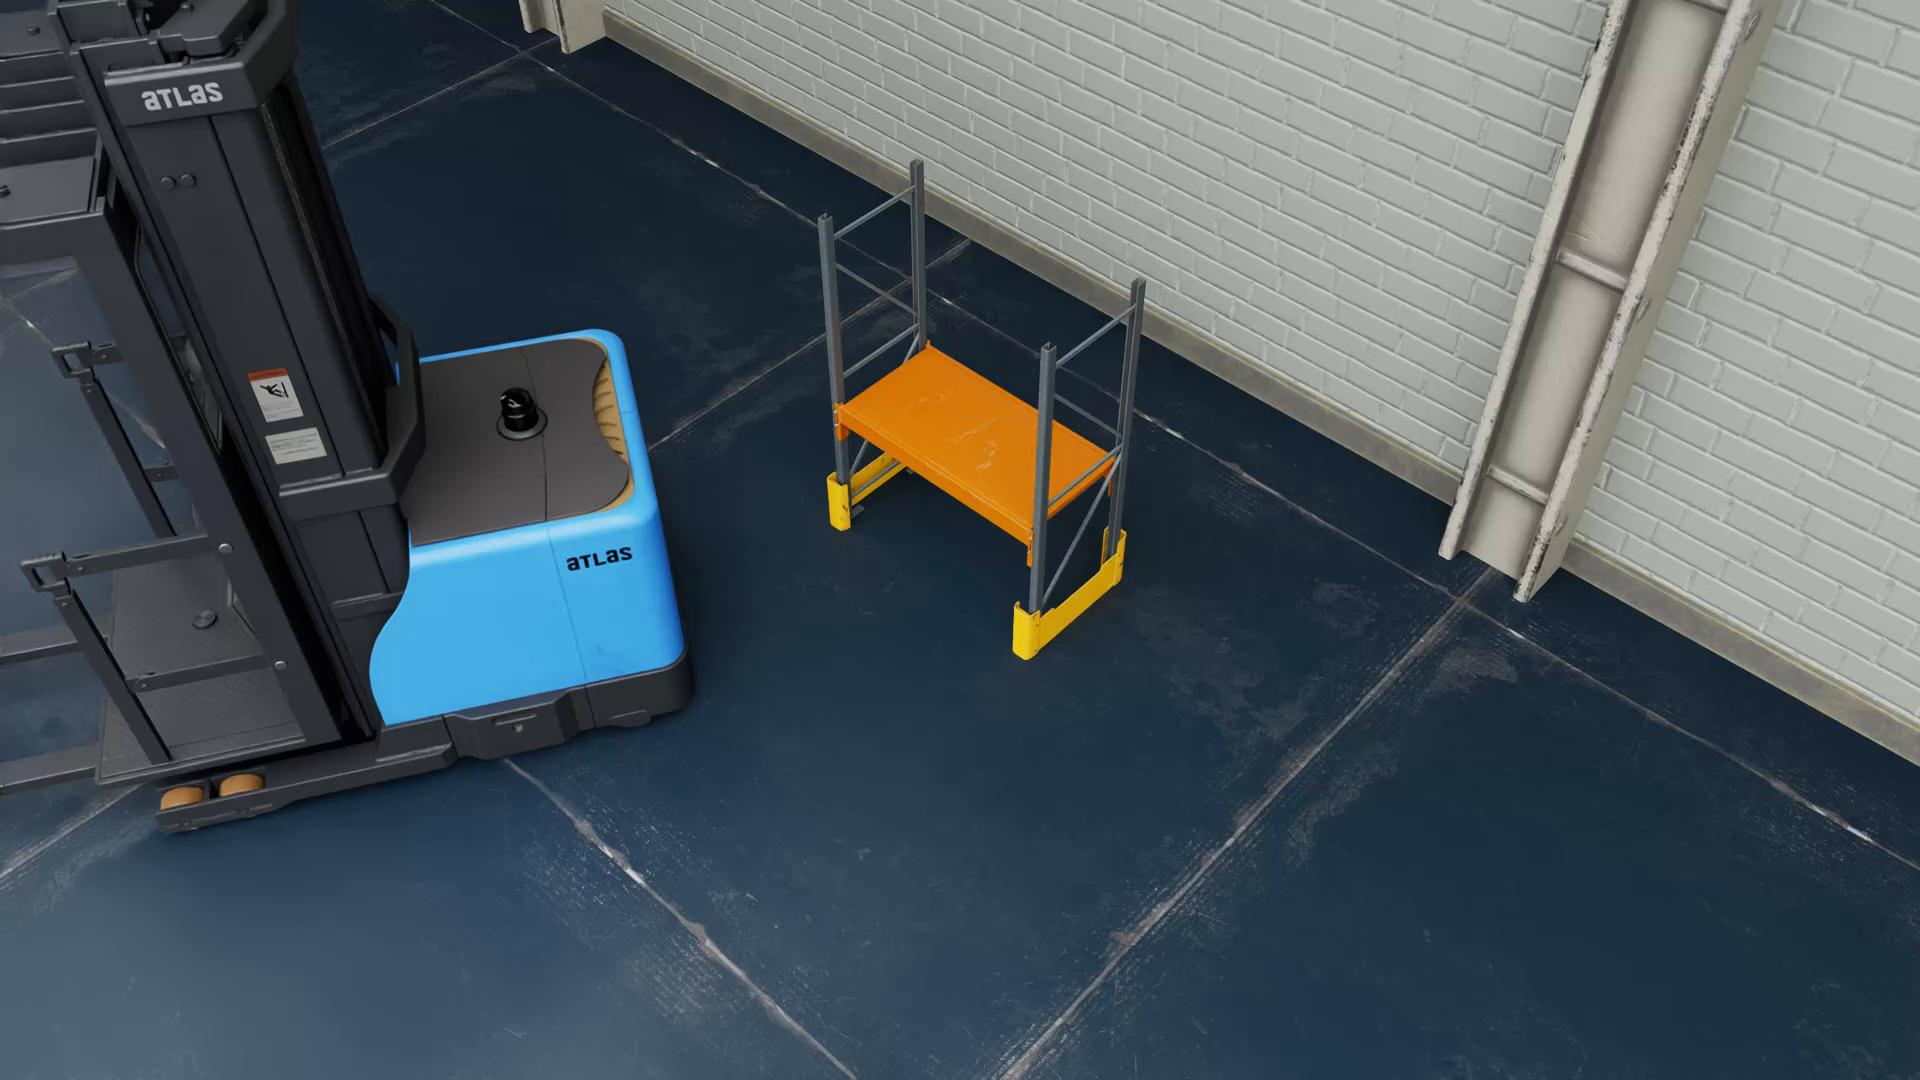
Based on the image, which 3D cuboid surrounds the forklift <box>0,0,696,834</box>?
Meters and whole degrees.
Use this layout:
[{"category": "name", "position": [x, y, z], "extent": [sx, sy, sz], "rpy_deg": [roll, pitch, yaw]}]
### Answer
[{"category": "forklift", "position": [-2.550, -0.421, 5.135], "extent": [3.031, 2.935, 1.130], "rpy_deg": [-11, 48, -11]}]

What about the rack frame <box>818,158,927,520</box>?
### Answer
[{"category": "rack frame", "position": [-0.311, -0.723, 6.400], "extent": [0.032, 1.500, 0.500], "rpy_deg": [34, 55, 28]}]

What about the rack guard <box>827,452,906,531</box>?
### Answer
[{"category": "rack guard", "position": [-0.310, -0.294, 6.855], "extent": [0.087, 0.250, 0.587], "rpy_deg": [34, 55, 28]}]

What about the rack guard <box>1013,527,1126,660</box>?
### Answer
[{"category": "rack guard", "position": [0.422, 0.198, 6.392], "extent": [0.087, 0.250, 0.587], "rpy_deg": [34, 55, 28]}]

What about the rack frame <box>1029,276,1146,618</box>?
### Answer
[{"category": "rack frame", "position": [0.436, -0.220, 5.928], "extent": [0.032, 1.500, 0.500], "rpy_deg": [34, 55, 28]}]

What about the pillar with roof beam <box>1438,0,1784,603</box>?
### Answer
[{"category": "pillar with roof beam", "position": [-0.747, -0.704, 1.238], "extent": [0.400, 9.000, 9.100], "rpy_deg": [34, 55, 28]}]

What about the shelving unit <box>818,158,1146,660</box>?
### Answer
[{"category": "shelving unit", "position": [0.056, -0.476, 6.168], "extent": [1.083, 1.500, 0.587], "rpy_deg": [34, 55, 28]}]

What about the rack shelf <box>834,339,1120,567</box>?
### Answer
[{"category": "rack shelf", "position": [0.063, -0.348, 6.295], "extent": [1.000, 0.185, 0.538], "rpy_deg": [34, 55, 28]}]

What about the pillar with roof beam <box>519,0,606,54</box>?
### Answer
[{"category": "pillar with roof beam", "position": [-5.156, -3.671, 4.024], "extent": [0.400, 9.000, 9.100], "rpy_deg": [34, 55, 28]}]
